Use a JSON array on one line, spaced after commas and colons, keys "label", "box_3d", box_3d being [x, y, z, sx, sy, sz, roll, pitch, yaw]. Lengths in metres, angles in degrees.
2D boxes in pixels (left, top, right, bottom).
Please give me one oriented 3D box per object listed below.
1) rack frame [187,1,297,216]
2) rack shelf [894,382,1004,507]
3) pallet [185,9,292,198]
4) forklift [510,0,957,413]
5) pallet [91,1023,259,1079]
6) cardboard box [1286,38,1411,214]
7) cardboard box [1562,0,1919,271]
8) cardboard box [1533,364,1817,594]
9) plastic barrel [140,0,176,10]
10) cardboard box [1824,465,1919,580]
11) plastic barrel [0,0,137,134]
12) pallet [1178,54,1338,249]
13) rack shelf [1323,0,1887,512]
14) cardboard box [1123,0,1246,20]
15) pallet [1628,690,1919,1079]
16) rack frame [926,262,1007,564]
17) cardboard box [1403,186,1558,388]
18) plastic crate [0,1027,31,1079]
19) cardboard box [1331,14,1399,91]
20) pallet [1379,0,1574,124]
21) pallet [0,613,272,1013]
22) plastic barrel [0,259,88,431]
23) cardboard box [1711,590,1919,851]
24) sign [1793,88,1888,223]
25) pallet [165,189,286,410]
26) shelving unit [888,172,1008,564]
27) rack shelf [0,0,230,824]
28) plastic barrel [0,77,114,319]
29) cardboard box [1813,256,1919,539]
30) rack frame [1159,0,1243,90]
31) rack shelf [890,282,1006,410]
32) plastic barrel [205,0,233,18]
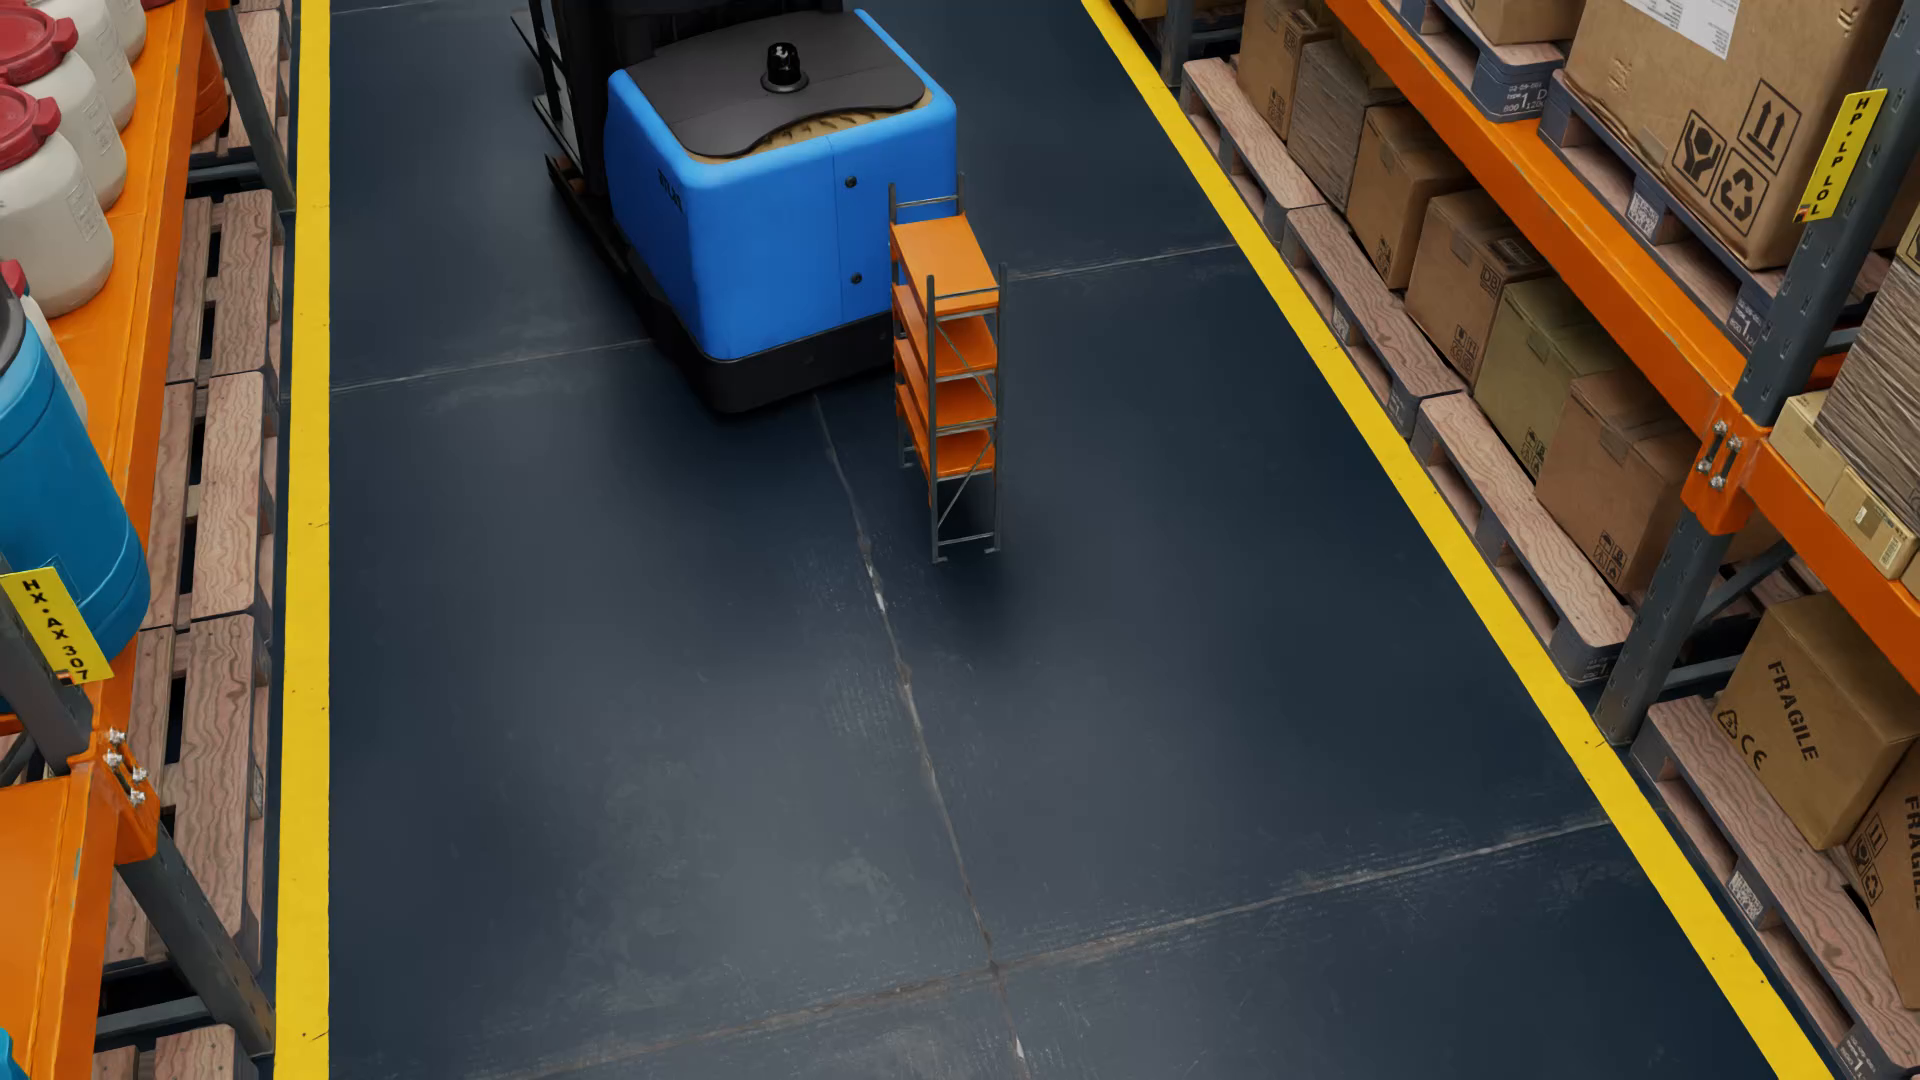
[{"label": "rack frame", "box_3d": [-3.340, -2.397, 5.999, 1.000, 3.000, 0.127, -11, 47, -10]}, {"label": "rack shelf", "box_3d": [-0.042, -0.348, 5.623, 0.258, 0.148, 0.480, -11, 47, -10]}, {"label": "pallet", "box_3d": [-3.582, -1.958, 7.521, 1.003, 0.211, 1.213, -11, 47, -10]}, {"label": "forklift", "box_3d": [-1.130, -2.546, 6.192, 1.130, 2.935, 3.031, -21, 49, -19]}, {"label": "pallet", "box_3d": [-2.184, 1.812, 3.827, 1.003, 0.211, 1.213, -11, 47, -10]}, {"label": "cardboard box", "box_3d": [1.794, -1.742, 6.799, 0.700, 0.500, 0.500, -14, 47, -14]}, {"label": "cardboard box", "box_3d": [2.404, -1.472, 4.379, 1.000, 1.000, 1.000, -10, 46, -10]}, {"label": "cardboard box", "box_3d": [2.336, -0.248, 5.335, 0.700, 0.500, 0.500, -14, 47, -13]}, {"label": "plastic barrel", "box_3d": [-2.928, -2.180, 5.691, 0.600, 0.536, 0.708, -11, 47, -10]}, {"label": "cardboard box", "box_3d": [2.288, -0.075, 3.899, 0.380, 0.149, 0.250, -11, 47, -10]}, {"label": "plastic barrel", "box_3d": [-2.762, -1.474, 5.016, 0.421, 0.512, 0.421, 0, 46, 0]}, {"label": "pallet", "box_3d": [1.647, -1.787, 7.353, 1.003, 0.211, 1.213, -11, 47, -10]}, {"label": "rack shelf", "box_3d": [1.960, -1.670, 5.790, 1.077, 0.370, 4.000, -11, 47, -10]}, {"label": "cardboard box", "box_3d": [1.292, -3.186, 7.966, 1.225, 0.875, 0.875, -13, 47, -12]}, {"label": "pallet", "box_3d": [2.678, 0.892, 4.728, 1.003, 0.211, 1.213, -11, 47, -10]}, {"label": "rack frame", "box_3d": [0.020, -0.366, 5.268, 0.240, 1.200, 0.015, -11, 47, -10]}, {"label": "cardboard box", "box_3d": [2.088, -0.967, 6.040, 0.700, 0.500, 0.500, -14, 47, -14]}, {"label": "plastic crate", "box_3d": [-1.770, 1.131, 2.646, 0.499, 0.251, 0.616, -11, 47, -10]}, {"label": "cardboard box", "box_3d": [1.794, -2.023, 6.549, 0.500, 0.250, 0.500, -6, 46, -6]}, {"label": "pallet", "box_3d": [1.995, -1.876, 5.623, 1.003, 0.211, 1.213, -11, 47, -10]}, {"label": "pallet", "box_3d": [-2.554, 0.805, 4.813, 1.003, 0.211, 1.213, -11, 47, -10]}, {"label": "plastic barrel", "box_3d": [-2.349, -0.384, 3.931, 0.433, 0.535, 0.433, 0, 46, 0]}, {"label": "cardboard box", "box_3d": [2.536, 0.470, 4.645, 0.500, 0.500, 0.500, -12, 47, -12]}, {"label": "sign", "box_3d": [1.937, -0.842, 3.665, 0.100, 0.325, 0.005, -11, 47, -10]}, {"label": "pallet", "box_3d": [-3.179, -0.879, 6.464, 1.003, 0.211, 1.213, -11, 47, -10]}, {"label": "shelving unit", "box_3d": [-0.042, -0.534, 5.433, 0.258, 1.200, 0.503, -11, 47, -10]}, {"label": "rack shelf", "box_3d": [-2.828, -0.765, 4.903, 1.077, 0.370, 4.000, -11, 47, -10]}, {"label": "plastic barrel", "box_3d": [-2.536, -0.890, 4.427, 0.433, 0.535, 0.433, 0, 46, 0]}, {"label": "cardboard box", "box_3d": [2.528, -0.358, 3.723, 0.875, 0.500, 0.500, -11, 47, -10]}, {"label": "rack frame", "box_3d": [1.448, -3.303, 6.887, 1.000, 3.000, 0.127, -11, 47, -10]}, {"label": "rack shelf", "box_3d": [-0.042, -0.644, 5.322, 0.258, 0.148, 0.480, -11, 47, -10]}, {"label": "plastic barrel", "box_3d": [-3.770, -2.815, 7.802, 0.600, 0.588, 0.708, -11, 47, -10]}]
